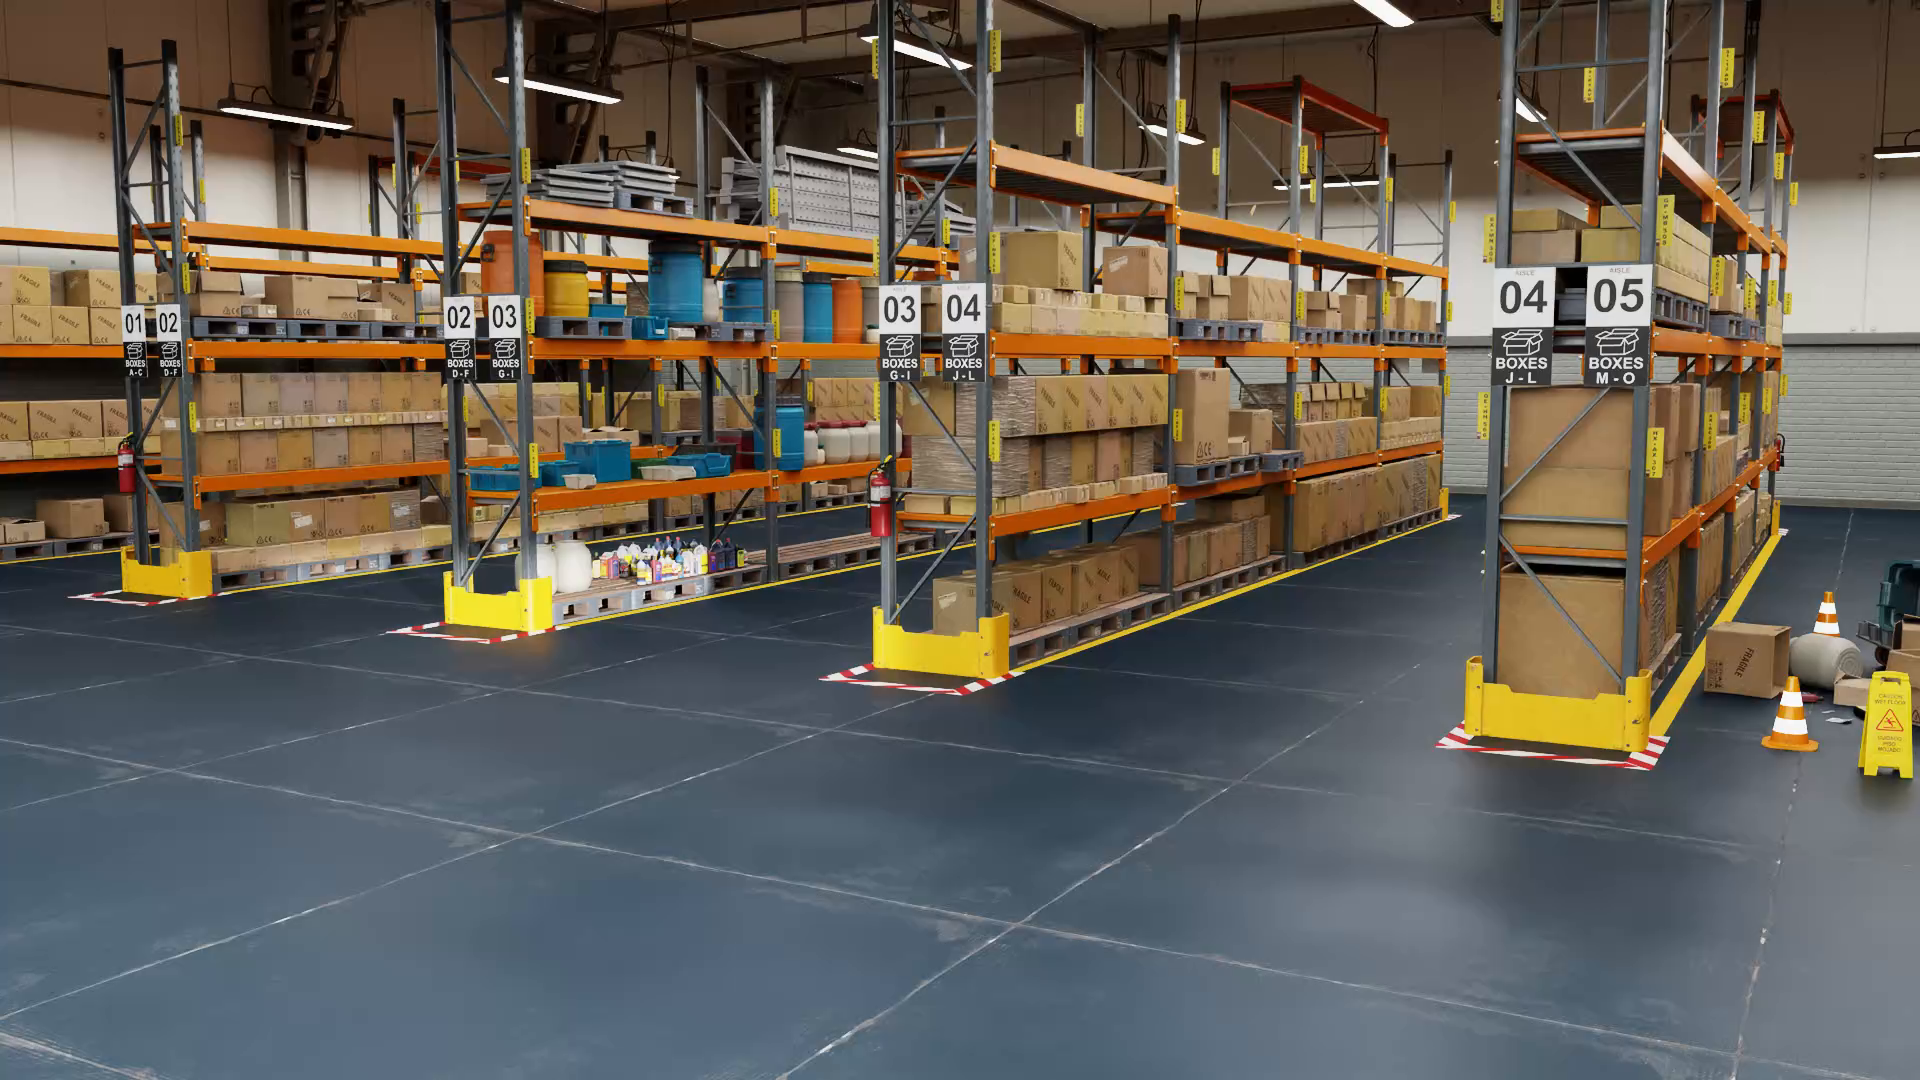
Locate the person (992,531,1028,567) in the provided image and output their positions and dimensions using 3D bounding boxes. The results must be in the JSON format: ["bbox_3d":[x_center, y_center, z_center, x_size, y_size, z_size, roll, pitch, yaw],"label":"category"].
[{"bbox_3d":[0.473,-0.119,18.071,0.408,1.550,0.597,5,8,37],"label":"person"}]
